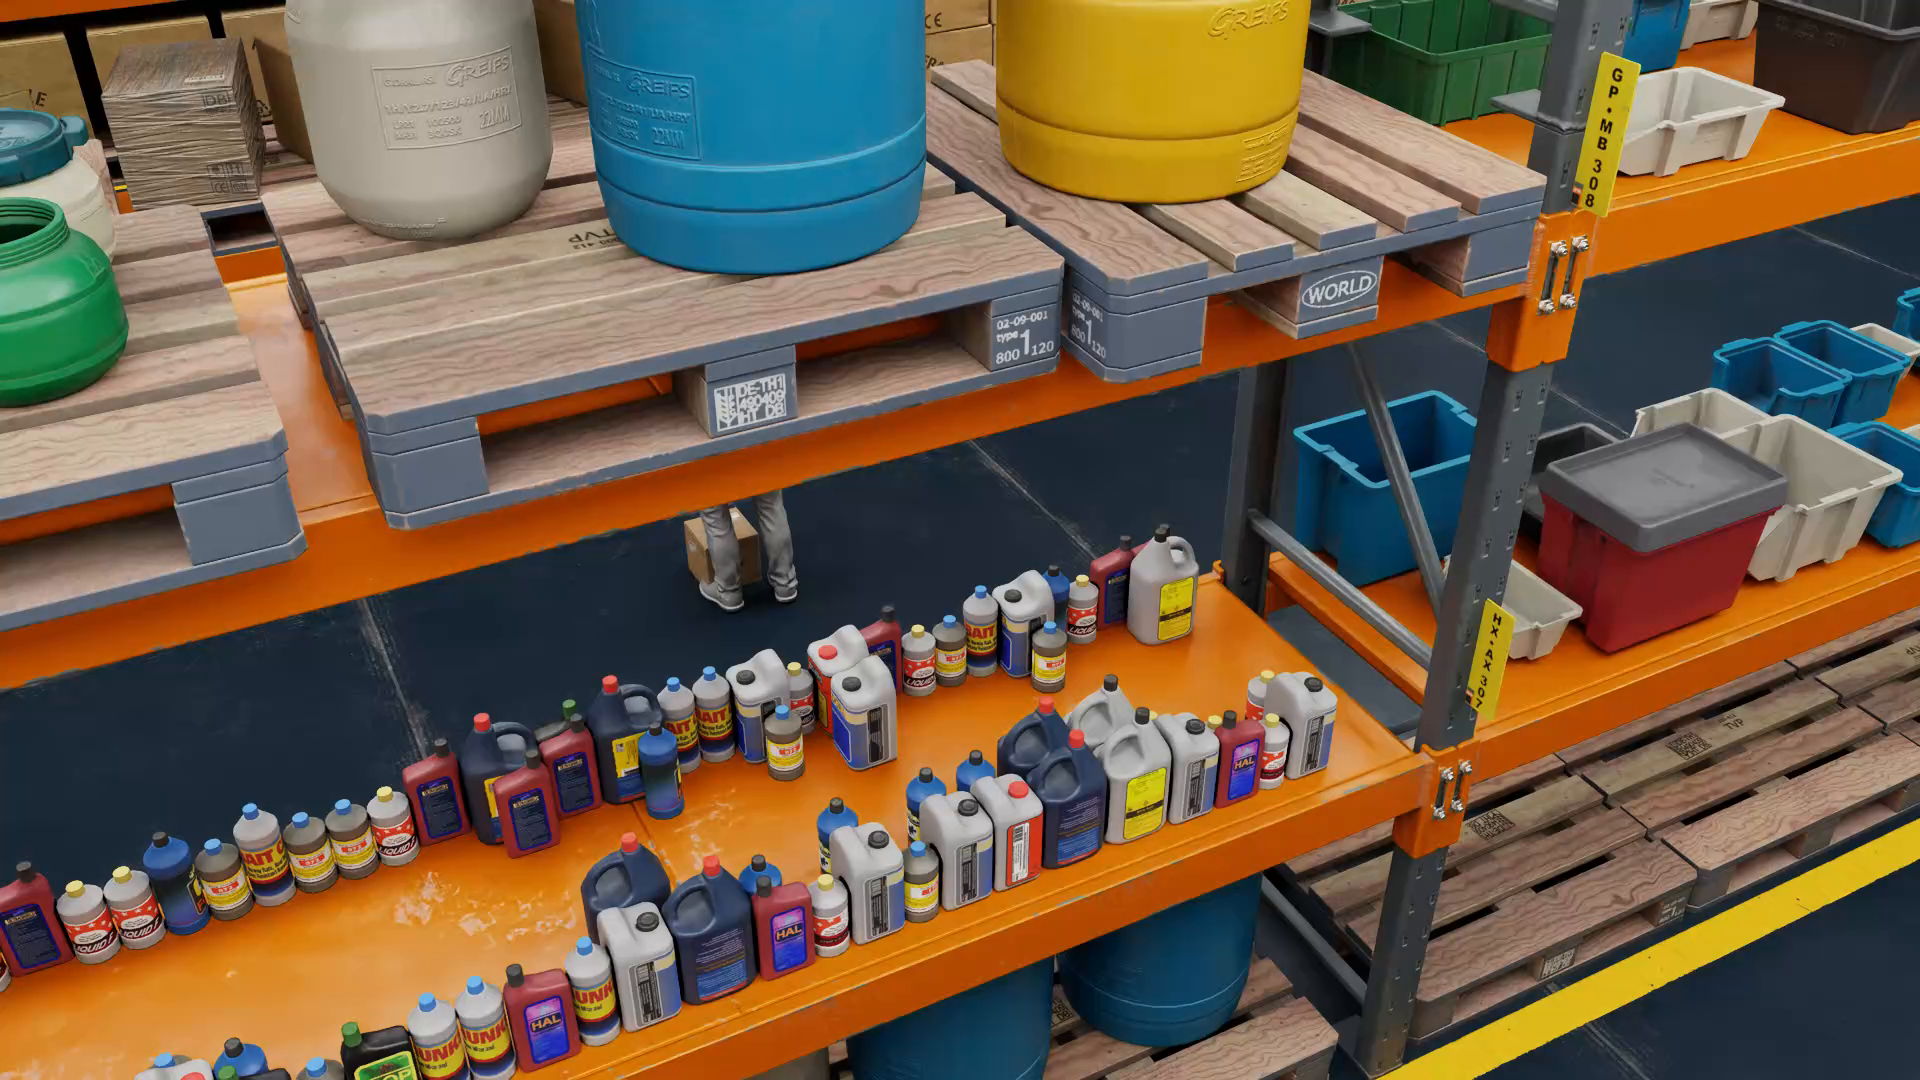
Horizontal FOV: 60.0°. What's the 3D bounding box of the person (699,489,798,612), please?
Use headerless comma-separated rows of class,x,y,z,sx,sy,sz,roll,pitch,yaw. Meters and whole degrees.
person,-0.944,-0.434,6.799,0.540,1.664,0.406,-17,37,-24
